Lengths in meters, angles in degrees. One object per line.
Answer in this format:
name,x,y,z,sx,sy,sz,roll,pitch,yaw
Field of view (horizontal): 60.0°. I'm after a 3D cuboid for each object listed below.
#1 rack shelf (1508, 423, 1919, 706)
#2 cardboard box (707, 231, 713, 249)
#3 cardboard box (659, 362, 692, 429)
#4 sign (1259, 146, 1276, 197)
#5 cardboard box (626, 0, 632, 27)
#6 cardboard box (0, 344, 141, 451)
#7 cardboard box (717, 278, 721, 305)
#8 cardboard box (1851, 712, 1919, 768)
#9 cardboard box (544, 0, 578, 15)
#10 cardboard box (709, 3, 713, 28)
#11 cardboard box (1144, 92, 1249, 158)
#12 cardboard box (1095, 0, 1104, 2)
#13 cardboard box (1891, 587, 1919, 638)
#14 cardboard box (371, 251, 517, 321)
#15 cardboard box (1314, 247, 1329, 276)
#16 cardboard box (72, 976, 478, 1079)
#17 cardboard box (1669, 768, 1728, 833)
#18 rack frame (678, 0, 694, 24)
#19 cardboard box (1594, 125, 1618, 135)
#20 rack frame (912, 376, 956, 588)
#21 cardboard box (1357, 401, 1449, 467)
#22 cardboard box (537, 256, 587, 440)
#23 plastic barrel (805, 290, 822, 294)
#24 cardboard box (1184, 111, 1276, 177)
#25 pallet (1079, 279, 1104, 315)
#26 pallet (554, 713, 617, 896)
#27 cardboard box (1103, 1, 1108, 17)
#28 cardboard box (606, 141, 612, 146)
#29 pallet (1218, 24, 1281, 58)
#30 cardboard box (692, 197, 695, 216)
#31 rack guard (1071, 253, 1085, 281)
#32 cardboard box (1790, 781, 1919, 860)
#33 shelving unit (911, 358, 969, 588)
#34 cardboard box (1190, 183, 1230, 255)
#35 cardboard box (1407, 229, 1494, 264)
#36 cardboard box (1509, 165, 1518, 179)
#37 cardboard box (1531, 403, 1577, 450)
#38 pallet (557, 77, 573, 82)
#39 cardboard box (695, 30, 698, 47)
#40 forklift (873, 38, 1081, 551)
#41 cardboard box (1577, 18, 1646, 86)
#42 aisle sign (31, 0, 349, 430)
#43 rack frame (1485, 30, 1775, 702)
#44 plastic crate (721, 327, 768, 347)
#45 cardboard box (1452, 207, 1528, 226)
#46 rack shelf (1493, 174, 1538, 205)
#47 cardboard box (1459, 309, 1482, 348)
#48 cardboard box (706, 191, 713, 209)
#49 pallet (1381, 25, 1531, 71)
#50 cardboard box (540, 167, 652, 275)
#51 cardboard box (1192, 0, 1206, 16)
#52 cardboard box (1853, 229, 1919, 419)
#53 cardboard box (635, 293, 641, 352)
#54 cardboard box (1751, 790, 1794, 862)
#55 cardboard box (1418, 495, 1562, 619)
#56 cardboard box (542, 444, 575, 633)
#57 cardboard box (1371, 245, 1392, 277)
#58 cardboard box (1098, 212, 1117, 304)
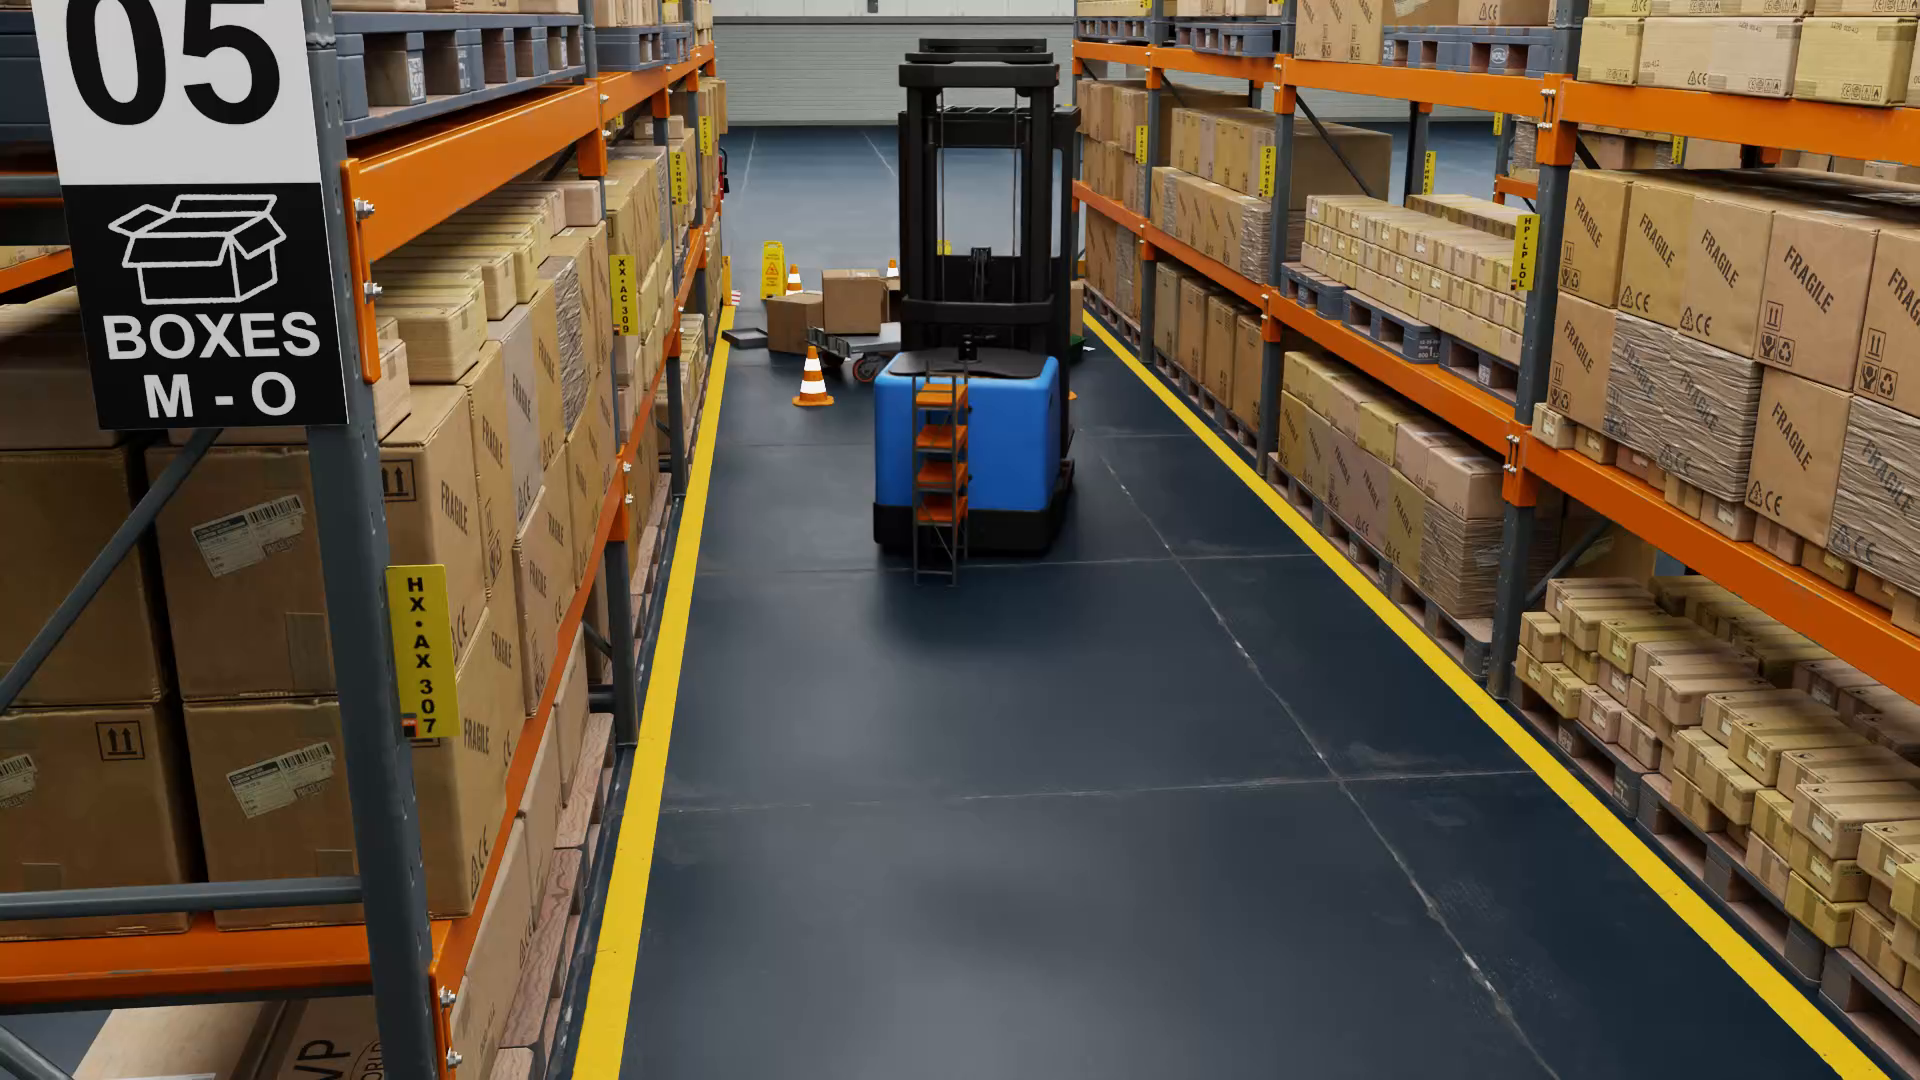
rack shelf,3.202,0.231,5.635,1.077,0.370,4.000,-2,18,-6
cardboard box,-2.543,-2.841,15.772,0.380,0.149,0.250,-1,17,-4
cardboard box,-2.462,-1.052,12.206,0.950,0.372,0.625,-2,18,-7
sign,2.031,-2.434,10.990,0.100,0.325,0.005,-2,18,-6
cardboard box,-1.700,-2.433,7.600,0.380,0.166,0.250,-3,18,-9
cardboard box,-1.741,-0.269,3.105,0.380,0.149,0.250,-2,17,-5
cardboard box,-2.759,-2.602,17.346,0.500,0.250,0.500,-2,18,-5
cardboard box,3.416,0.729,5.911,0.380,0.149,0.250,-2,18,-6
cardboard box,-1.533,-1.960,5.761,0.396,0.266,0.258,-1,17,-4
cardboard box,-2.834,-5.458,17.300,0.500,0.250,0.500,-2,18,-6
cardboard box,2.167,-3.790,15.187,0.875,0.550,0.550,-2,18,-6
cardboard box,1.659,-5.580,16.821,0.500,0.250,0.500,-2,18,-6
cardboard box,3.017,0.211,4.918,0.380,0.149,0.250,-3,18,-8
cardboard box,-1.385,-0.669,4.381,0.380,0.149,0.250,-2,18,-5
cardboard box,2.456,-1.761,10.497,0.380,0.149,0.250,-1,17,-3
cardboard box,-1.672,1.495,3.984,0.875,0.438,0.875,-2,18,-8
cardboard box,2.888,0.955,6.185,0.380,0.149,0.250,-2,18,-7
rack frame,-2.743,-5.771,13.536,1.000,3.000,0.127,-2,18,-6
cardboard box,6.691,-4.305,16.549,0.500,0.500,0.500,-2,18,-6
rack frame,-0.141,-0.311,9.165,0.240,1.200,0.015,2,18,7
cardboard box,2.559,-0.599,9.296,0.500,0.250,0.500,-3,18,-8
cardboard box,-1.488,-0.615,5.293,0.500,0.500,0.500,-2,17,-5
plastic barrel,-1.436,-2.303,16.805,0.512,0.421,0.421,11,21,32
cardboard box,2.283,-3.316,13.894,0.700,0.500,0.500,-2,18,-7
pallet,1.918,-2.717,18.480,1.003,0.211,1.213,-2,18,-6
pallet,-1.917,1.034,6.531,1.003,0.211,1.213,-2,18,-6
cardboard box,1.632,-5.279,16.528,0.380,0.149,0.250,-2,18,-5
cardboard box,-2.826,-2.701,12.407,0.500,0.500,0.500,-2,18,-8
pallet,2.464,-3.431,11.406,1.213,0.211,1.003,-1,17,-3
cardboard box,-2.343,-2.690,13.455,0.380,0.149,0.250,-2,18,-7
rack guard,1.756,-3.098,19.211,1.175,0.500,0.348,-2,18,-6
cardboard box,2.933,0.902,5.361,0.380,0.149,0.250,-1,17,-4
shelving unit,-0.108,-0.383,9.395,0.258,1.200,0.503,2,18,7
cardboard box,2.111,-2.524,13.041,0.500,0.500,0.500,-2,17,-5
cardboard box,2.627,-1.575,8.910,0.380,0.149,0.250,-3,18,-8
cardboard box,6.494,-4.195,18.949,0.380,0.149,0.250,-2,18,-6
cardboard box,2.699,-0.494,7.162,0.380,0.149,0.250,-1,17,-4
pallet,-2.061,-2.137,7.287,0.805,0.209,1.217,-2,18,-8
cardboard box,-2.500,-4.400,14.597,0.380,0.149,0.250,-2,18,-6
forklift,0.194,-1.733,10.805,1.130,2.935,3.031,2,18,7
cardboard box,2.781,-1.922,6.533,0.500,0.250,0.500,-1,17,-3
aisle sign,-1.209,-0.561,2.617,0.394,0.787,0.004,-2,18,-6
rack frame,2.996,-0.708,7.425,1.000,3.000,0.127,-2,18,-6
plastic crate,-2.089,-2.009,16.442,0.402,0.080,0.583,-8,19,-25
cardboard box,3.172,-1.900,9.947,0.380,0.149,0.250,-1,17,-4
rack shelf,6.908,-3.468,17.415,1.077,0.370,4.000,-2,18,-6
cardboard box,2.707,-1.053,8.241,0.380,0.149,0.250,-2,18,-6
cardboard box,-2.579,-3.274,16.017,0.380,0.149,0.250,-2,18,-5
pallet,2.928,-2.546,8.585,1.213,0.211,1.003,-2,18,-6
cardboard box,-1.866,-1.644,8.570,0.500,0.500,0.500,-2,18,-7
cardboard box,2.057,-4.226,13.172,0.380,0.149,0.250,-2,18,-6
cardboard box,2.999,-0.618,4.803,0.500,0.500,0.500,-1,17,-3
cardboard box,-1.764,-0.987,7.727,0.500,0.250,0.500,-2,17,-5
cardboard box,2.940,0.967,5.650,0.380,0.149,0.250,-1,17,-3
cardboard box,2.669,0.071,8.415,0.500,0.500,0.500,-2,18,-7
cardboard box,-1.452,0.016,4.951,0.500,0.500,0.500,-1,17,-4
cardboard box,2.568,-1.589,9.451,0.380,0.149,0.250,-2,18,-6
cardboard box,1.987,-3.008,17.597,0.875,0.875,0.875,-2,18,-7
